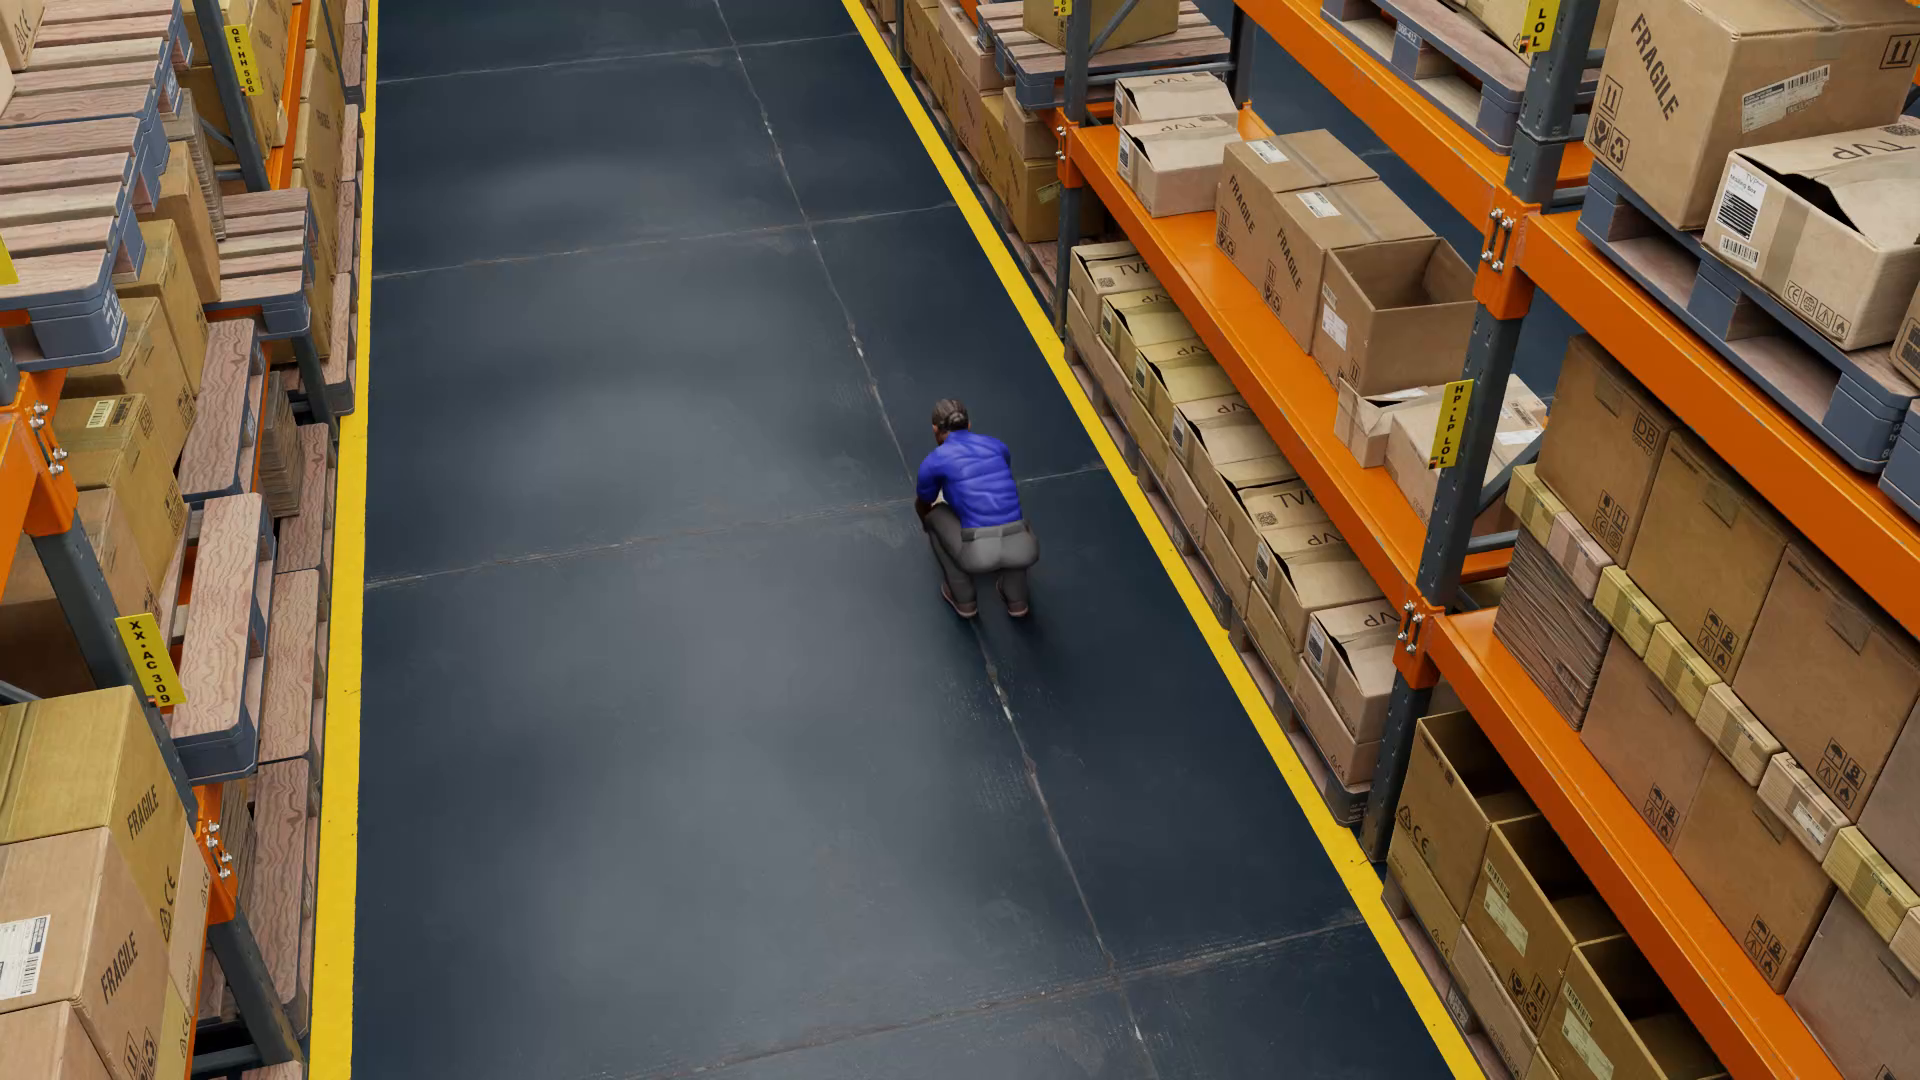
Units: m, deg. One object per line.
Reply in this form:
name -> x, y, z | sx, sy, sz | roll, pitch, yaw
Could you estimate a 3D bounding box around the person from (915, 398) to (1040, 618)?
person -> 0.072, -0.113, 7.508 | 0.482, 0.861, 0.816 | -9, 39, -11
